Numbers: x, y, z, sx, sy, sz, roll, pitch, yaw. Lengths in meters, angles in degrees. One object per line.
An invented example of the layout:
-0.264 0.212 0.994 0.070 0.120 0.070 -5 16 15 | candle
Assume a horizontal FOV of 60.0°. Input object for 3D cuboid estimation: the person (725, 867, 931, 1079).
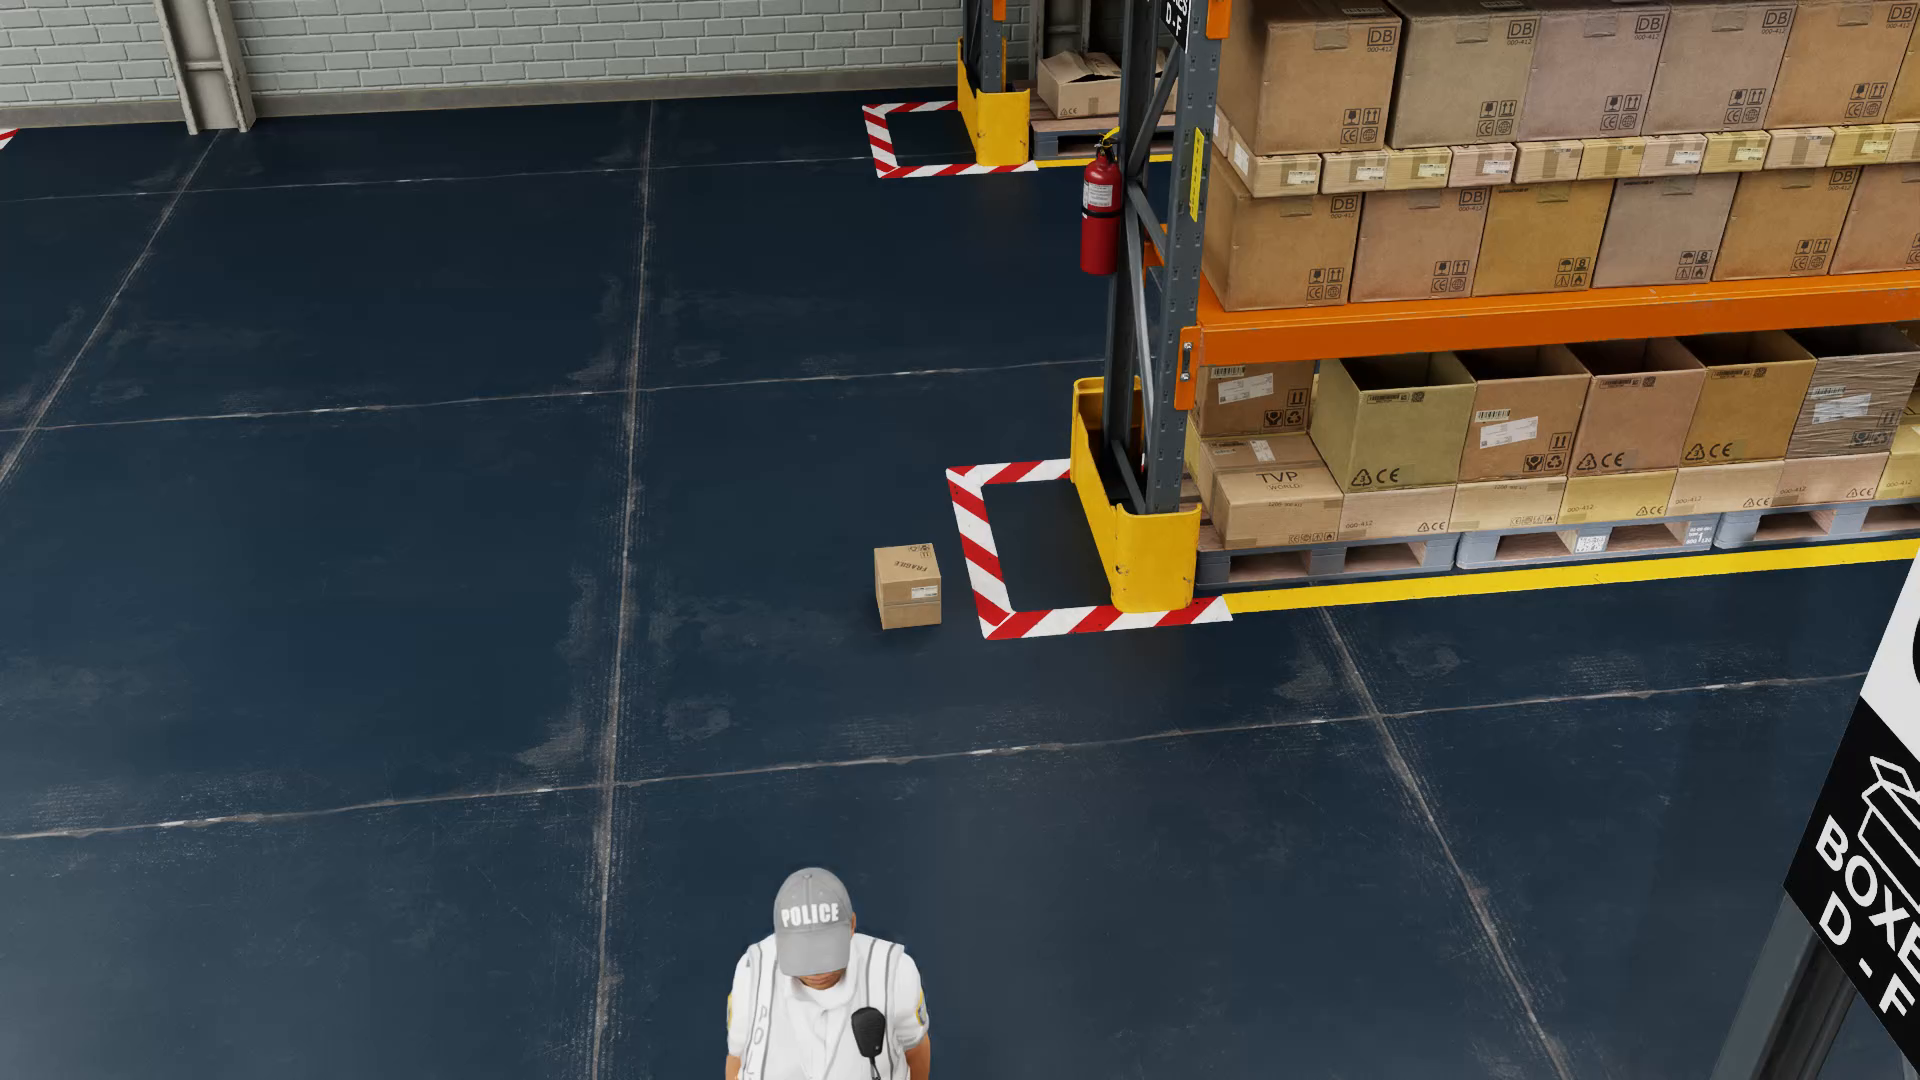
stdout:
-0.320 1.476 4.026 0.477 1.694 0.468 3 35 5 | person
